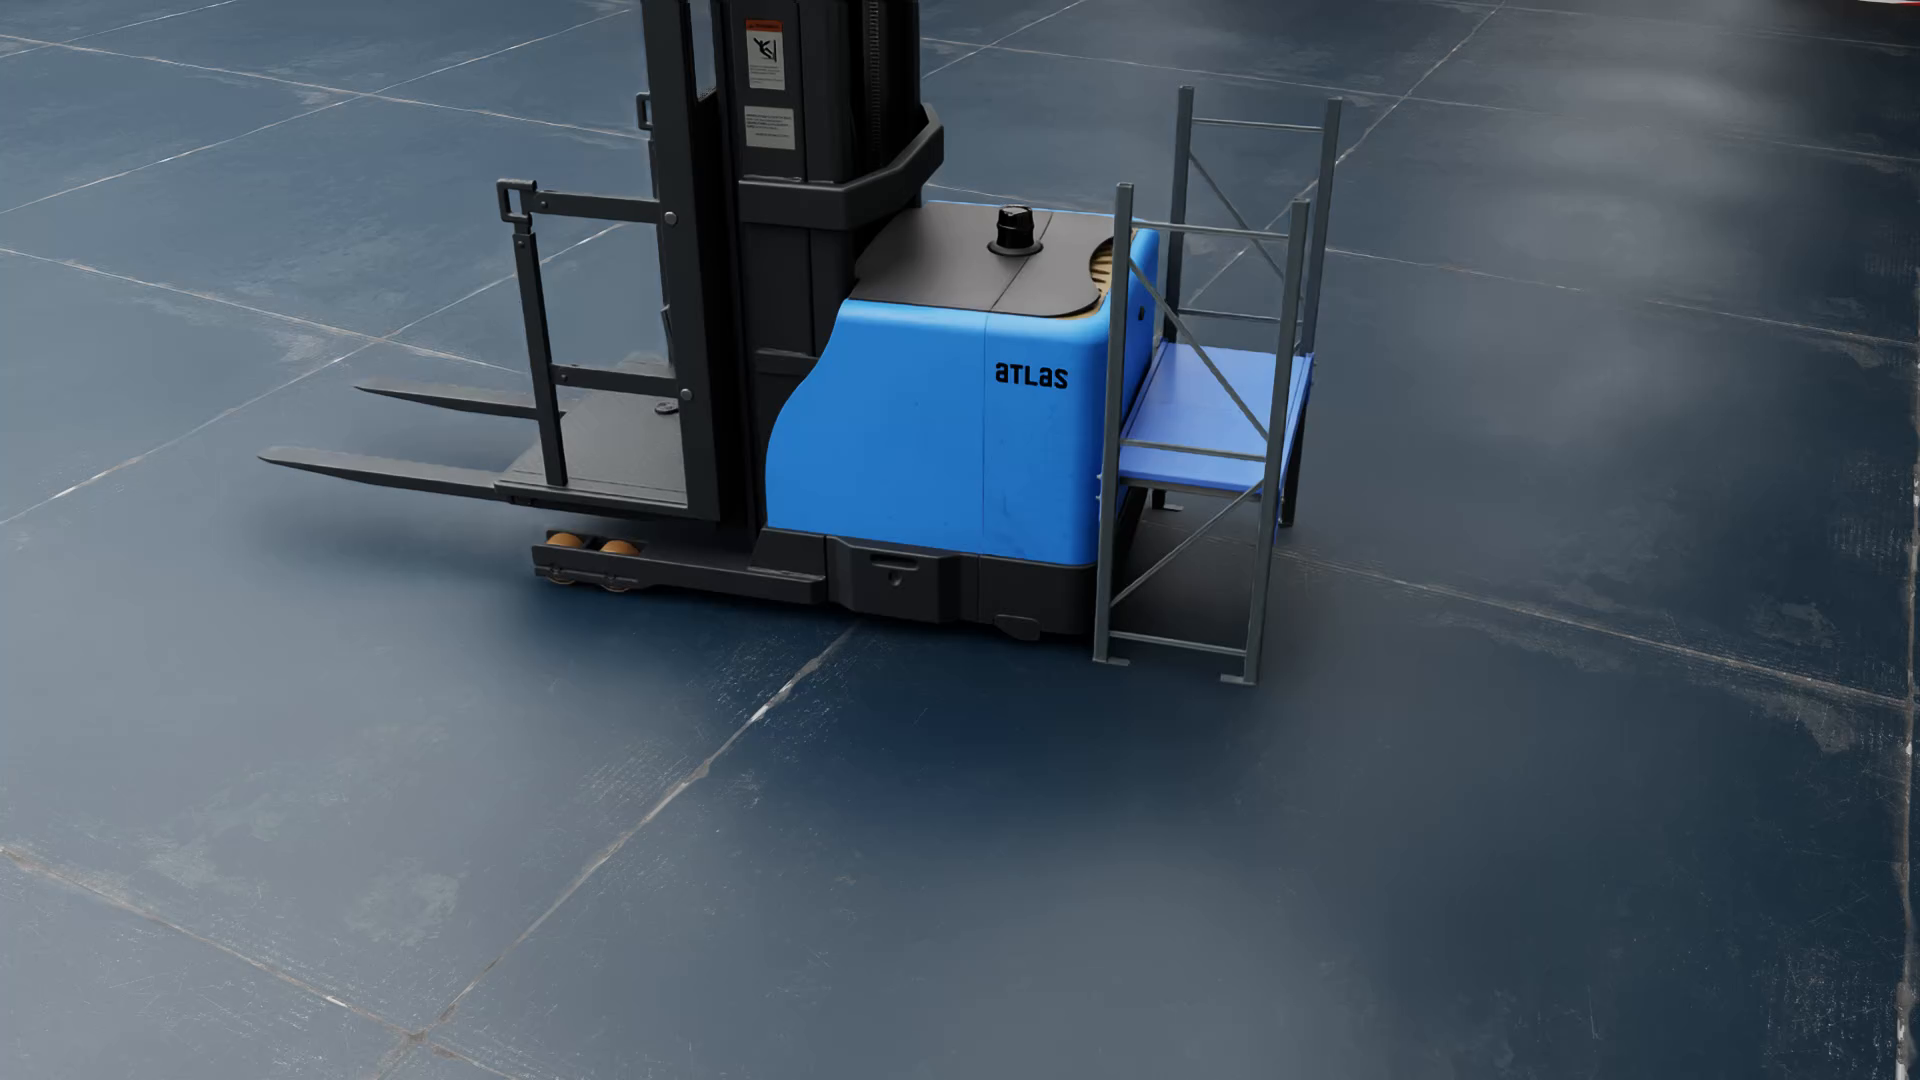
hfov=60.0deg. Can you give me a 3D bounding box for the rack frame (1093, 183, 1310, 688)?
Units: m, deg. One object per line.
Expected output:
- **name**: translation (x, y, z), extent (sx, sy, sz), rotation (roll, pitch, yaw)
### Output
- **rack frame**: translation (0.652, -0.250, 4.678), extent (0.500, 1.500, 0.032), rotation (8, 31, 14)

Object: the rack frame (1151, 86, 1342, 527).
- **rack frame**: translation (0.930, -0.737, 5.527), extent (0.500, 1.500, 0.032), rotation (8, 31, 14)

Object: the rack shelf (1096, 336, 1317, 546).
- **rack shelf**: translation (0.791, -0.337, 5.192), extent (0.538, 0.185, 1.000), rotation (8, 31, 14)

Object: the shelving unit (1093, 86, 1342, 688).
- **shelving unit**: translation (0.791, -0.493, 5.103), extent (0.538, 1.500, 1.048), rotation (8, 31, 14)

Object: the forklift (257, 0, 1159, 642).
- **forklift**: translation (-0.913, -1.345, 5.149), extent (3.031, 2.935, 1.130), rotation (7, 31, 12)
